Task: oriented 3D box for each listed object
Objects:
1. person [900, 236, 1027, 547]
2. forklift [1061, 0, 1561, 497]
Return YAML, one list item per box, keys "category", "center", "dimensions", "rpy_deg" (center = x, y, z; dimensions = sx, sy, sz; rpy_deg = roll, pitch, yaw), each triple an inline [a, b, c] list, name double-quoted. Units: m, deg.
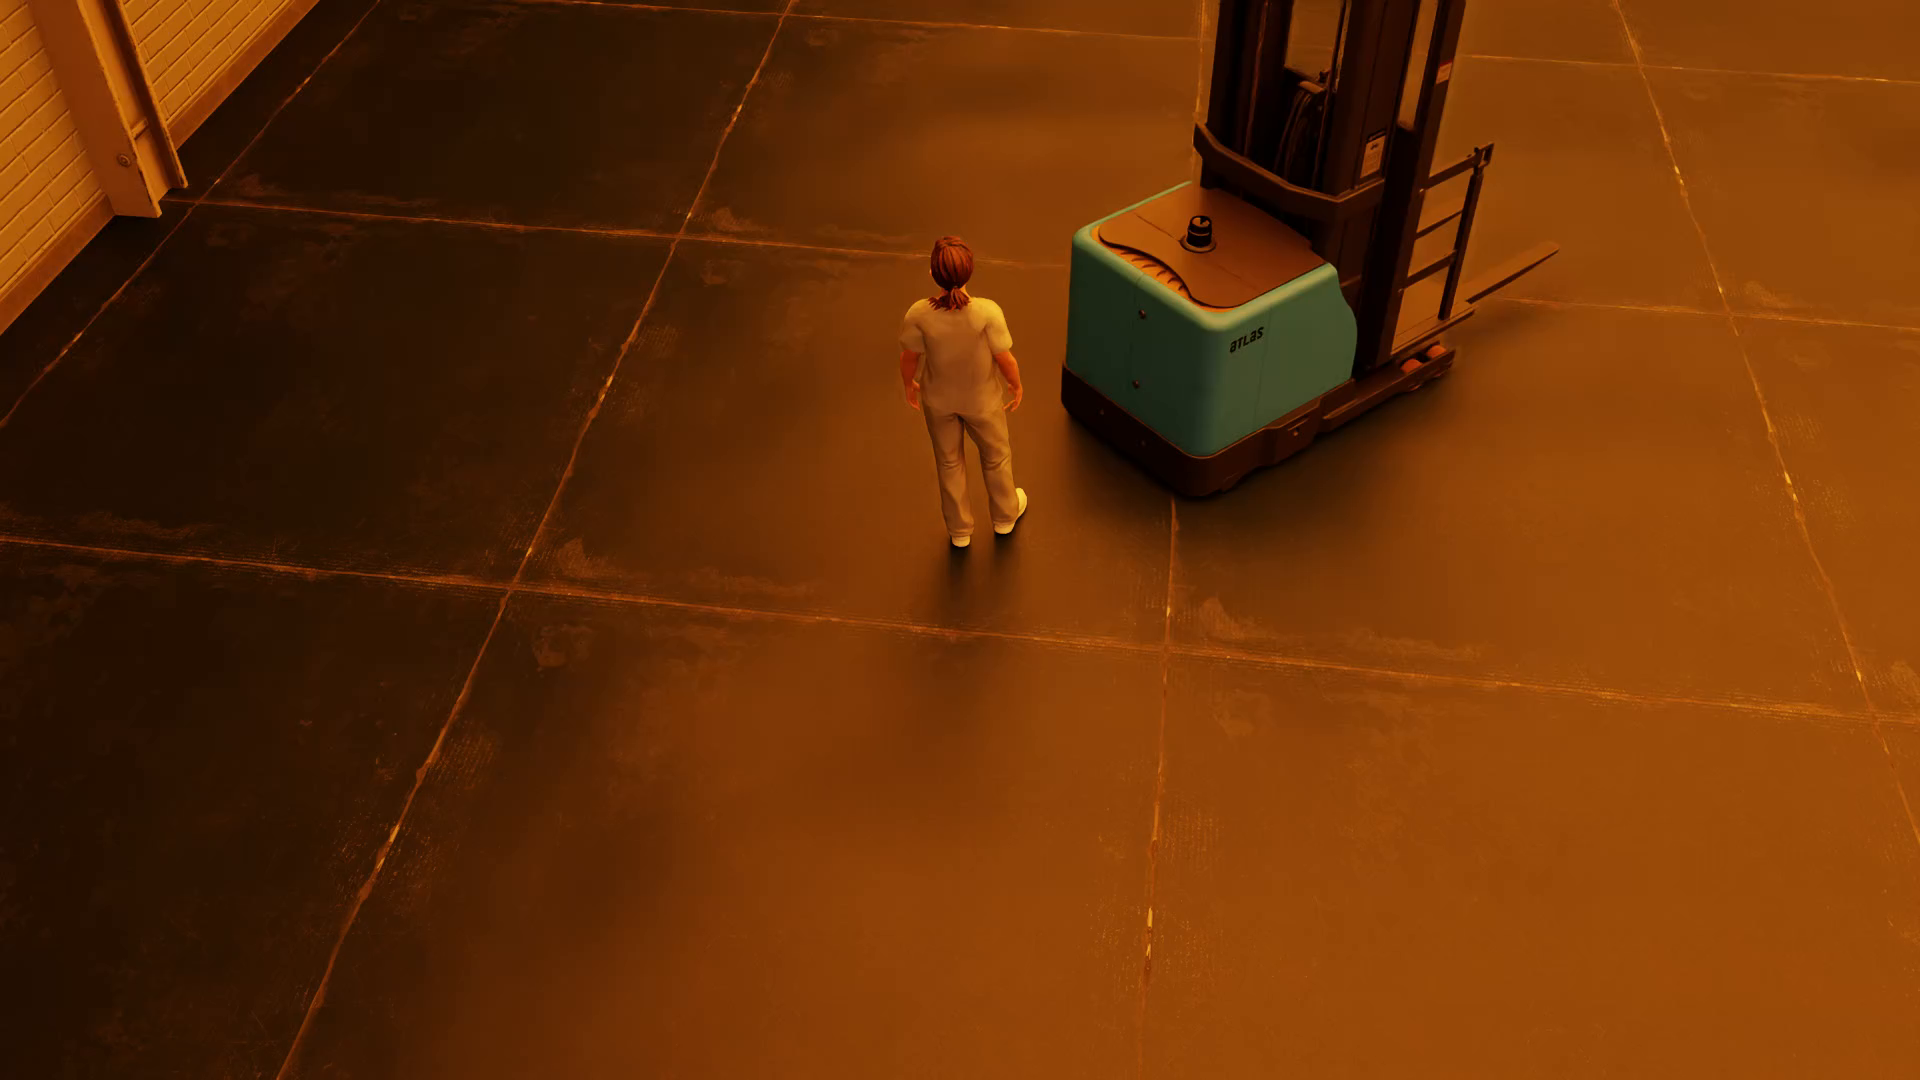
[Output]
- category: "person"
  center: [0.024, -0.671, 7.372]
  dimensions: [0.549, 1.674, 0.548]
  rpy_deg: [5, 43, 6]
- category: "forklift"
  center: [1.991, -2.118, 8.029]
  dimensions: [3.031, 2.935, 1.130]
  rpy_deg: [-28, 49, -27]
